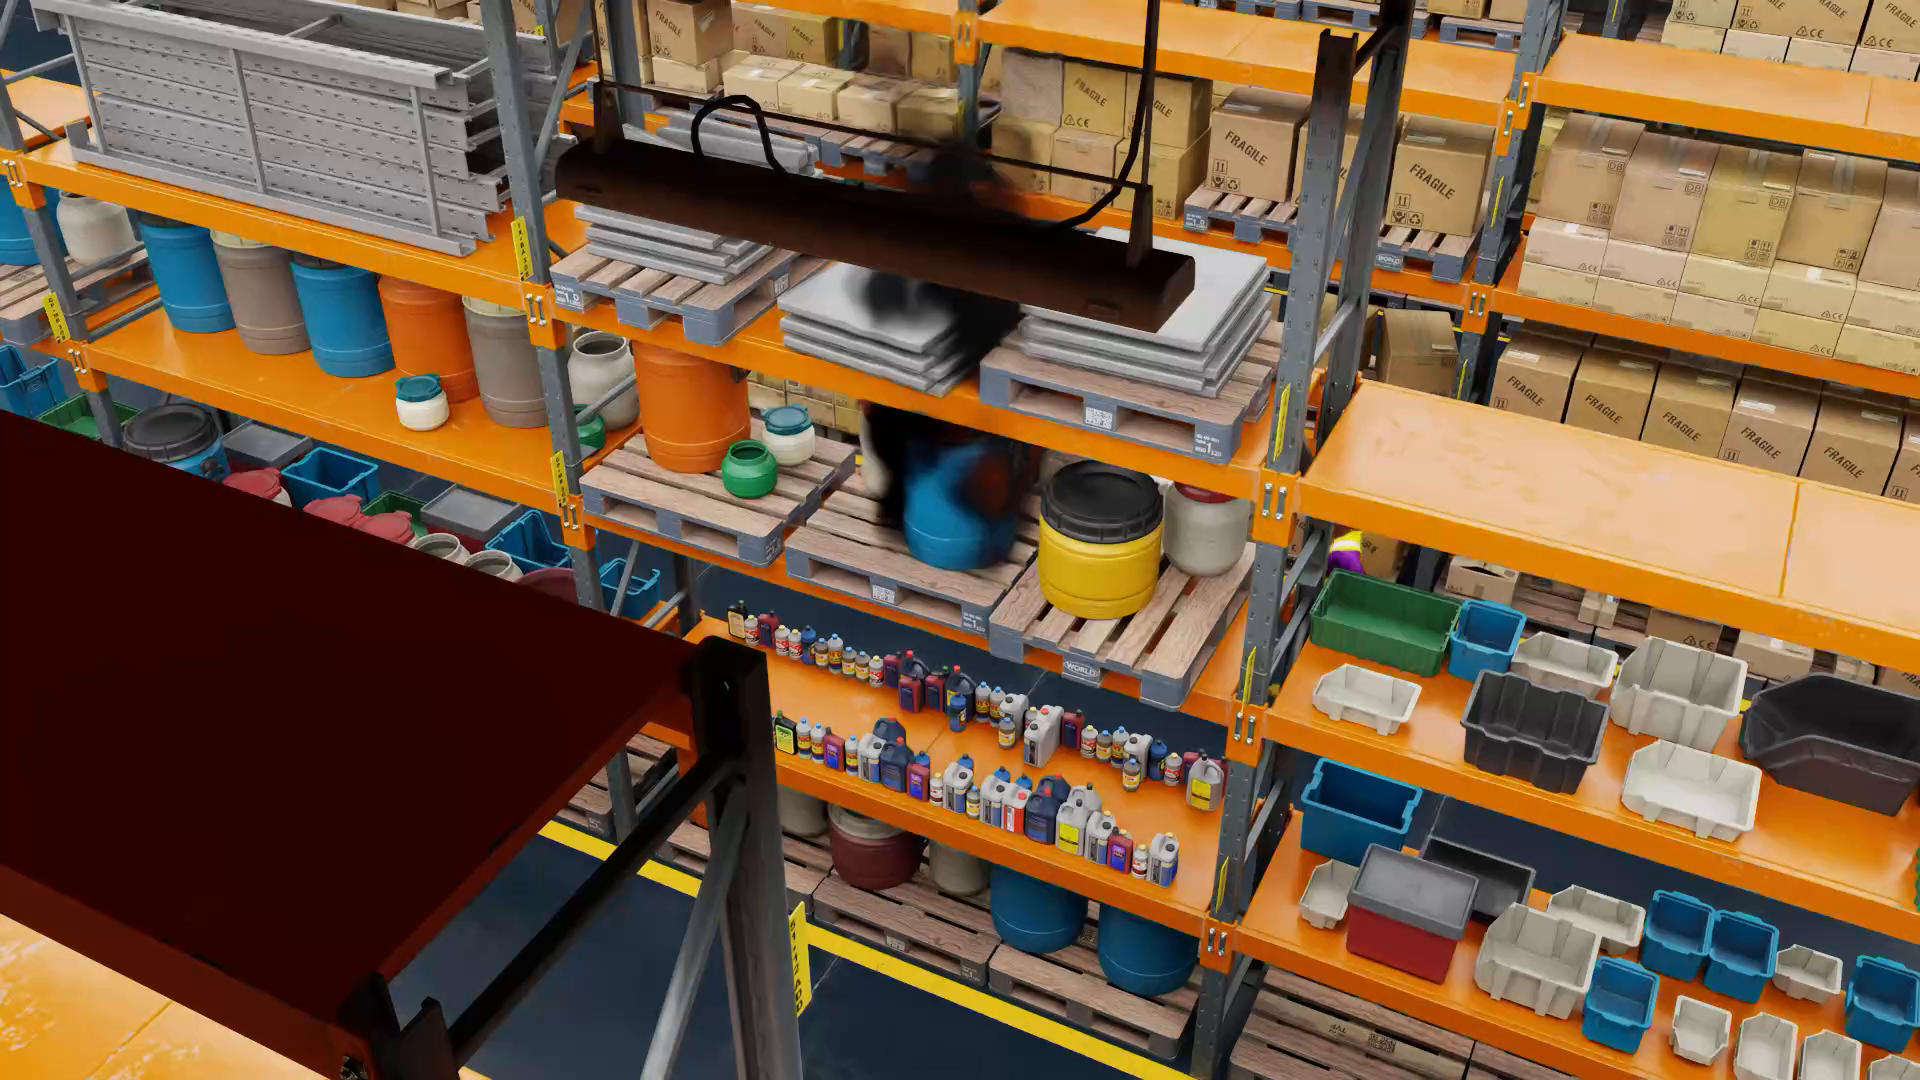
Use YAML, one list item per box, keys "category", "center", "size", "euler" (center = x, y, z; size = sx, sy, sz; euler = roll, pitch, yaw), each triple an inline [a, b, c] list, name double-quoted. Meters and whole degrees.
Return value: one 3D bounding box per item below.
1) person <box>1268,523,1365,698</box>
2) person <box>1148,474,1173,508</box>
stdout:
- category: "person"
  center: [2.533, 0.419, 11.270]
  size: [0.741, 1.745, 0.702]
  euler: [7, 36, 10]
- category: "person"
  center: [1.145, 0.104, 11.625]
  size: [0.929, 1.827, 0.680]
  euler: [10, 36, 14]
